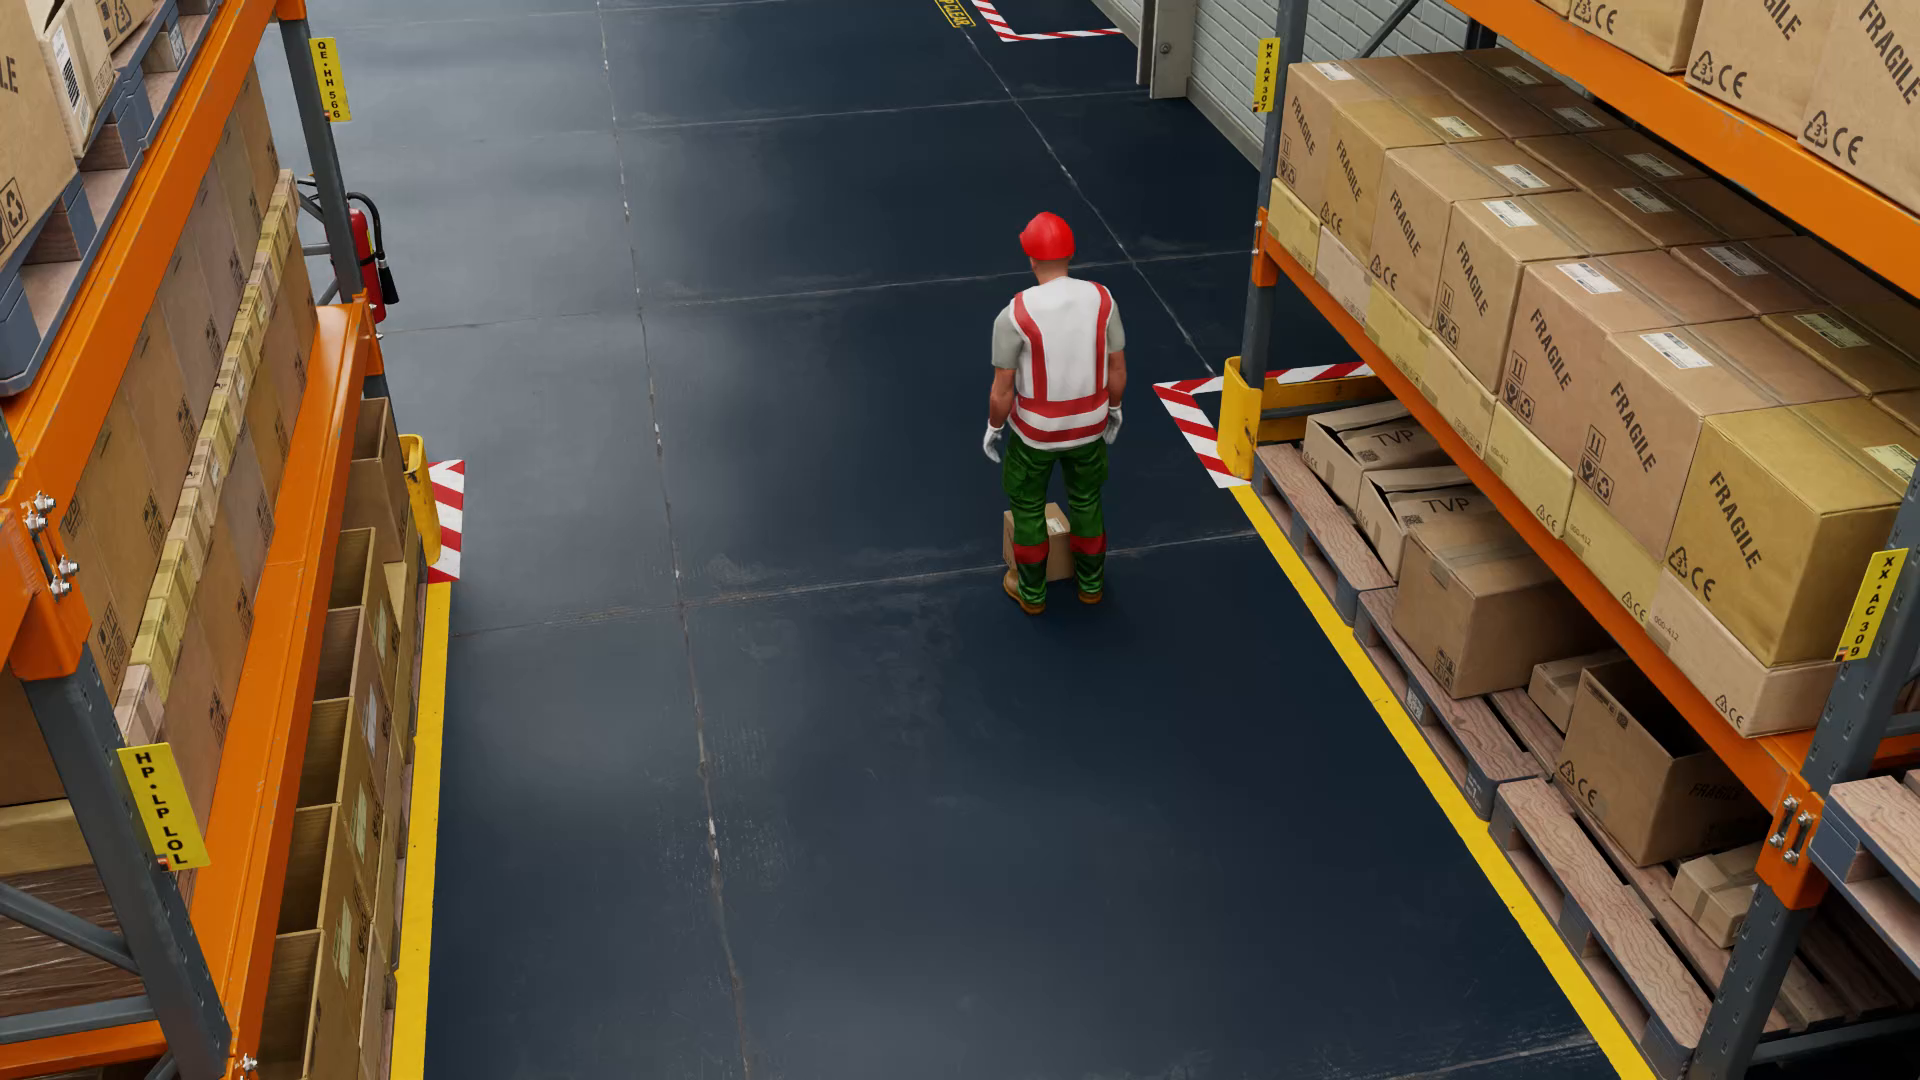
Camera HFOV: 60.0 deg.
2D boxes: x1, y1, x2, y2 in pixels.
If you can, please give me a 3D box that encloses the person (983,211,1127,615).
[{"bbox_3d":[0.388,-0.487,6.851,0.613,1.778,0.452,-9,35,-13],"label":"person"}]
